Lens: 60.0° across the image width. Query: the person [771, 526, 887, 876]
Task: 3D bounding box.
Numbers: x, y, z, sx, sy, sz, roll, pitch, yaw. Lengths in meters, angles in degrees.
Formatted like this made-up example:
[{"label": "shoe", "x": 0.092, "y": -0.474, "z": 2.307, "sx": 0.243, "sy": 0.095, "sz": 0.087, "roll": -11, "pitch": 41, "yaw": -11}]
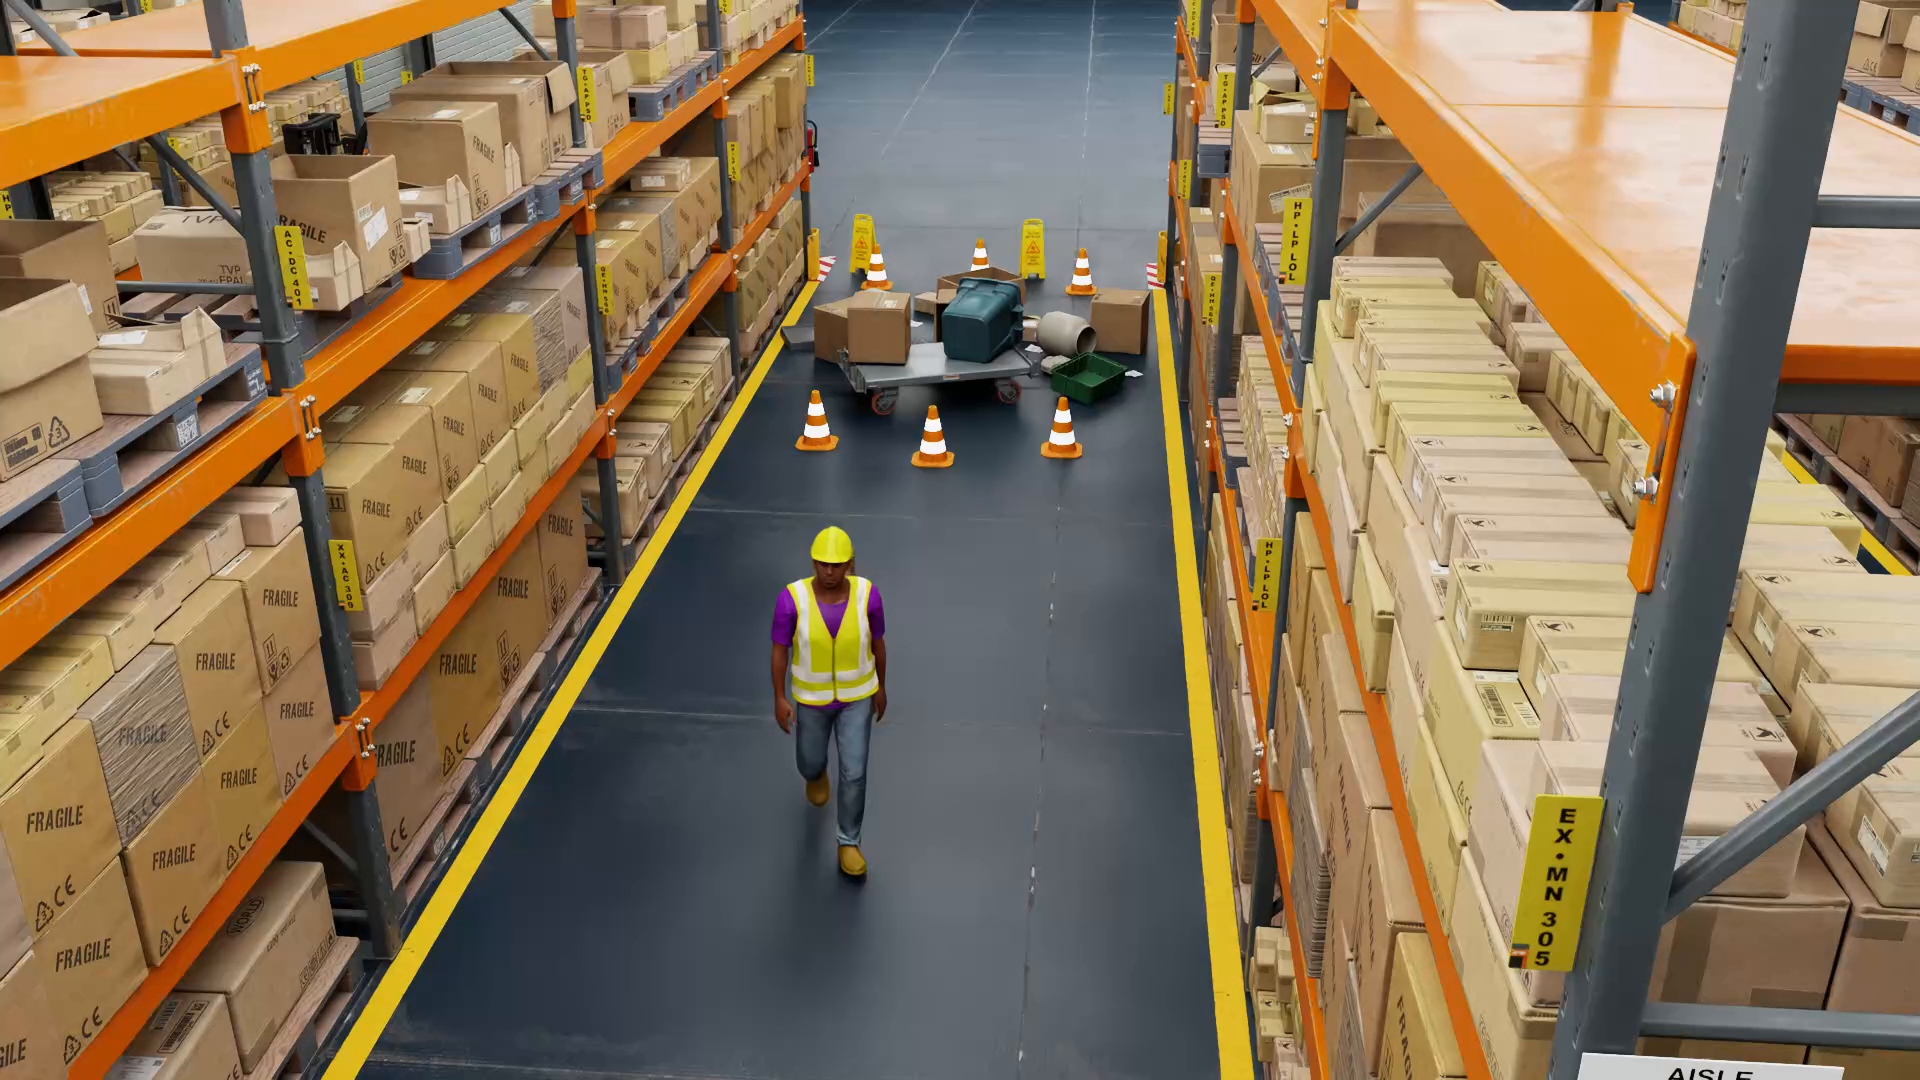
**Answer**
[{"label": "person", "x": -0.649, "y": 0.749, "z": 8.308, "sx": 0.579, "sy": 1.743, "sz": 0.839, "roll": -3, "pitch": 25, "yaw": -7}]
